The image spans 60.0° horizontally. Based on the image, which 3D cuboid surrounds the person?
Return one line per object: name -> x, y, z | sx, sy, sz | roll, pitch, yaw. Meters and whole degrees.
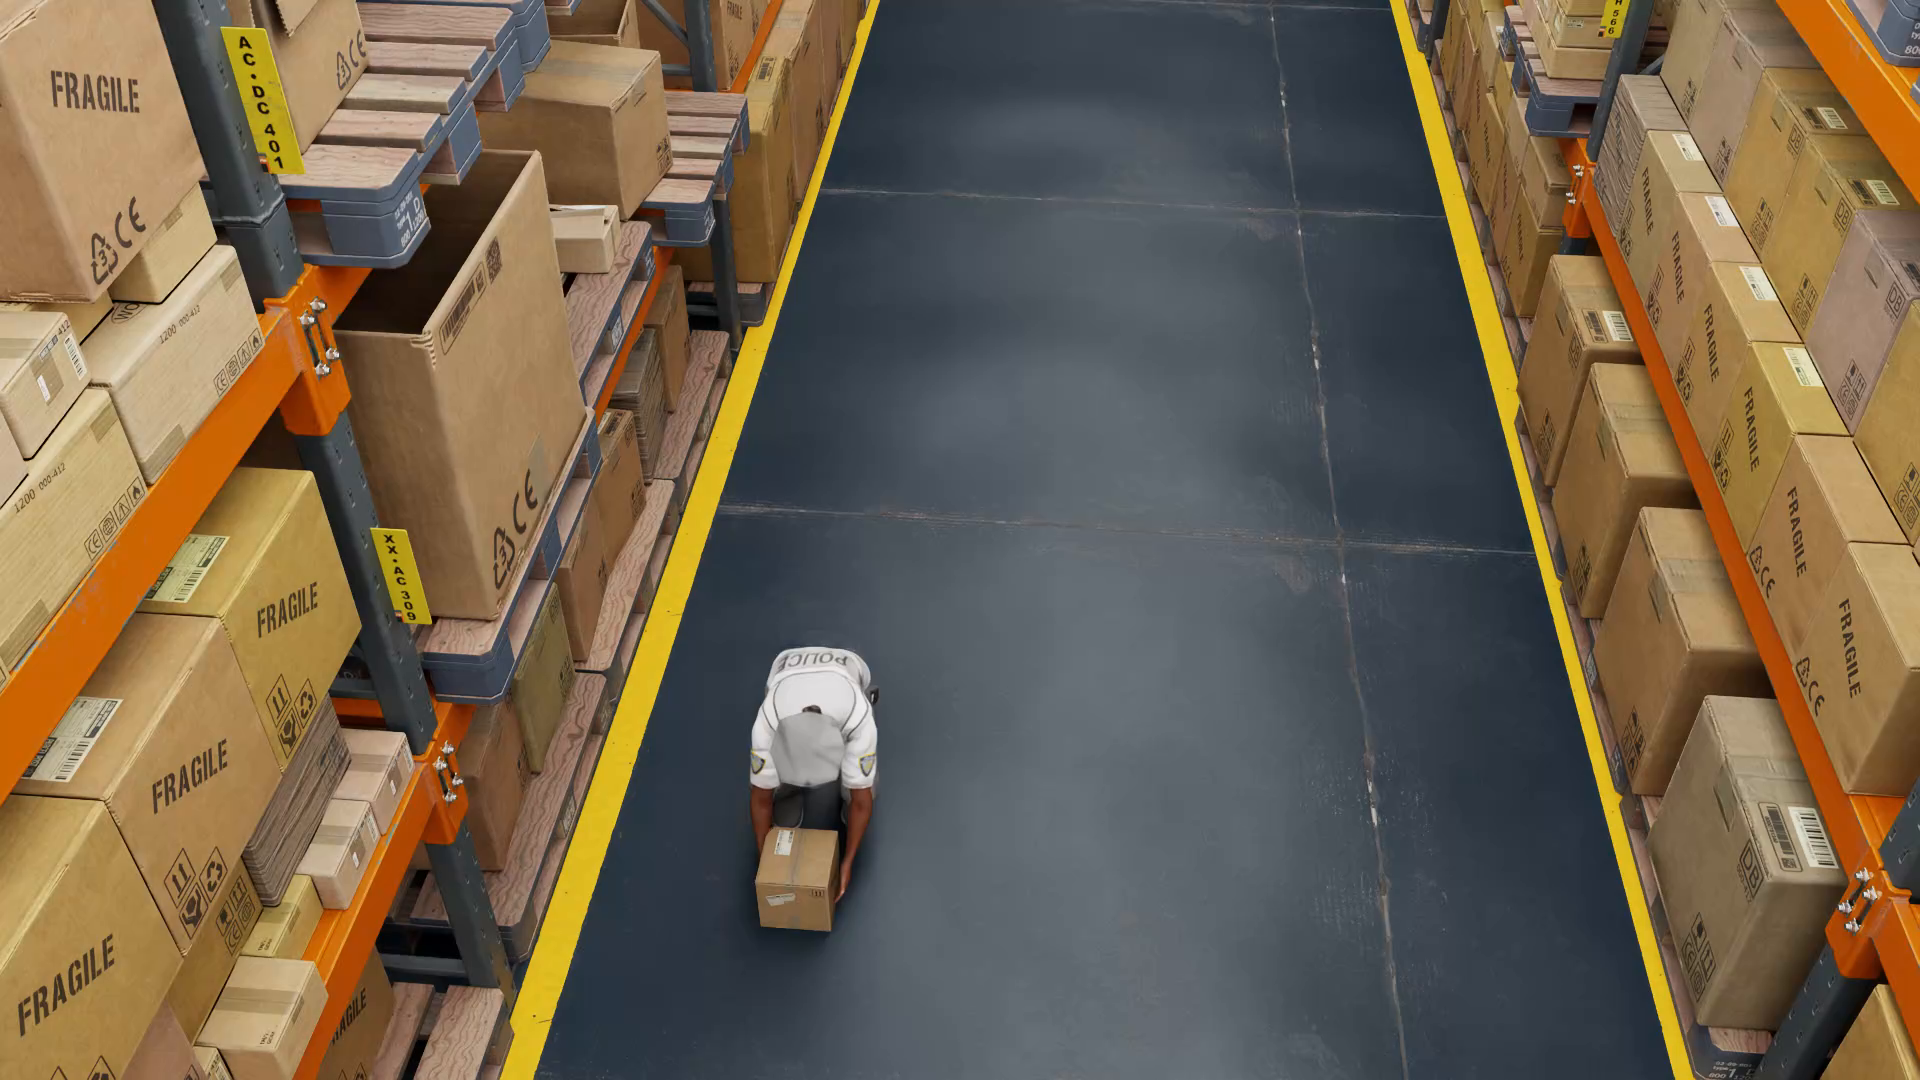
person -> -0.522, 0.834, 5.885 | 0.396, 0.845, 0.776 | 3, 40, 4
